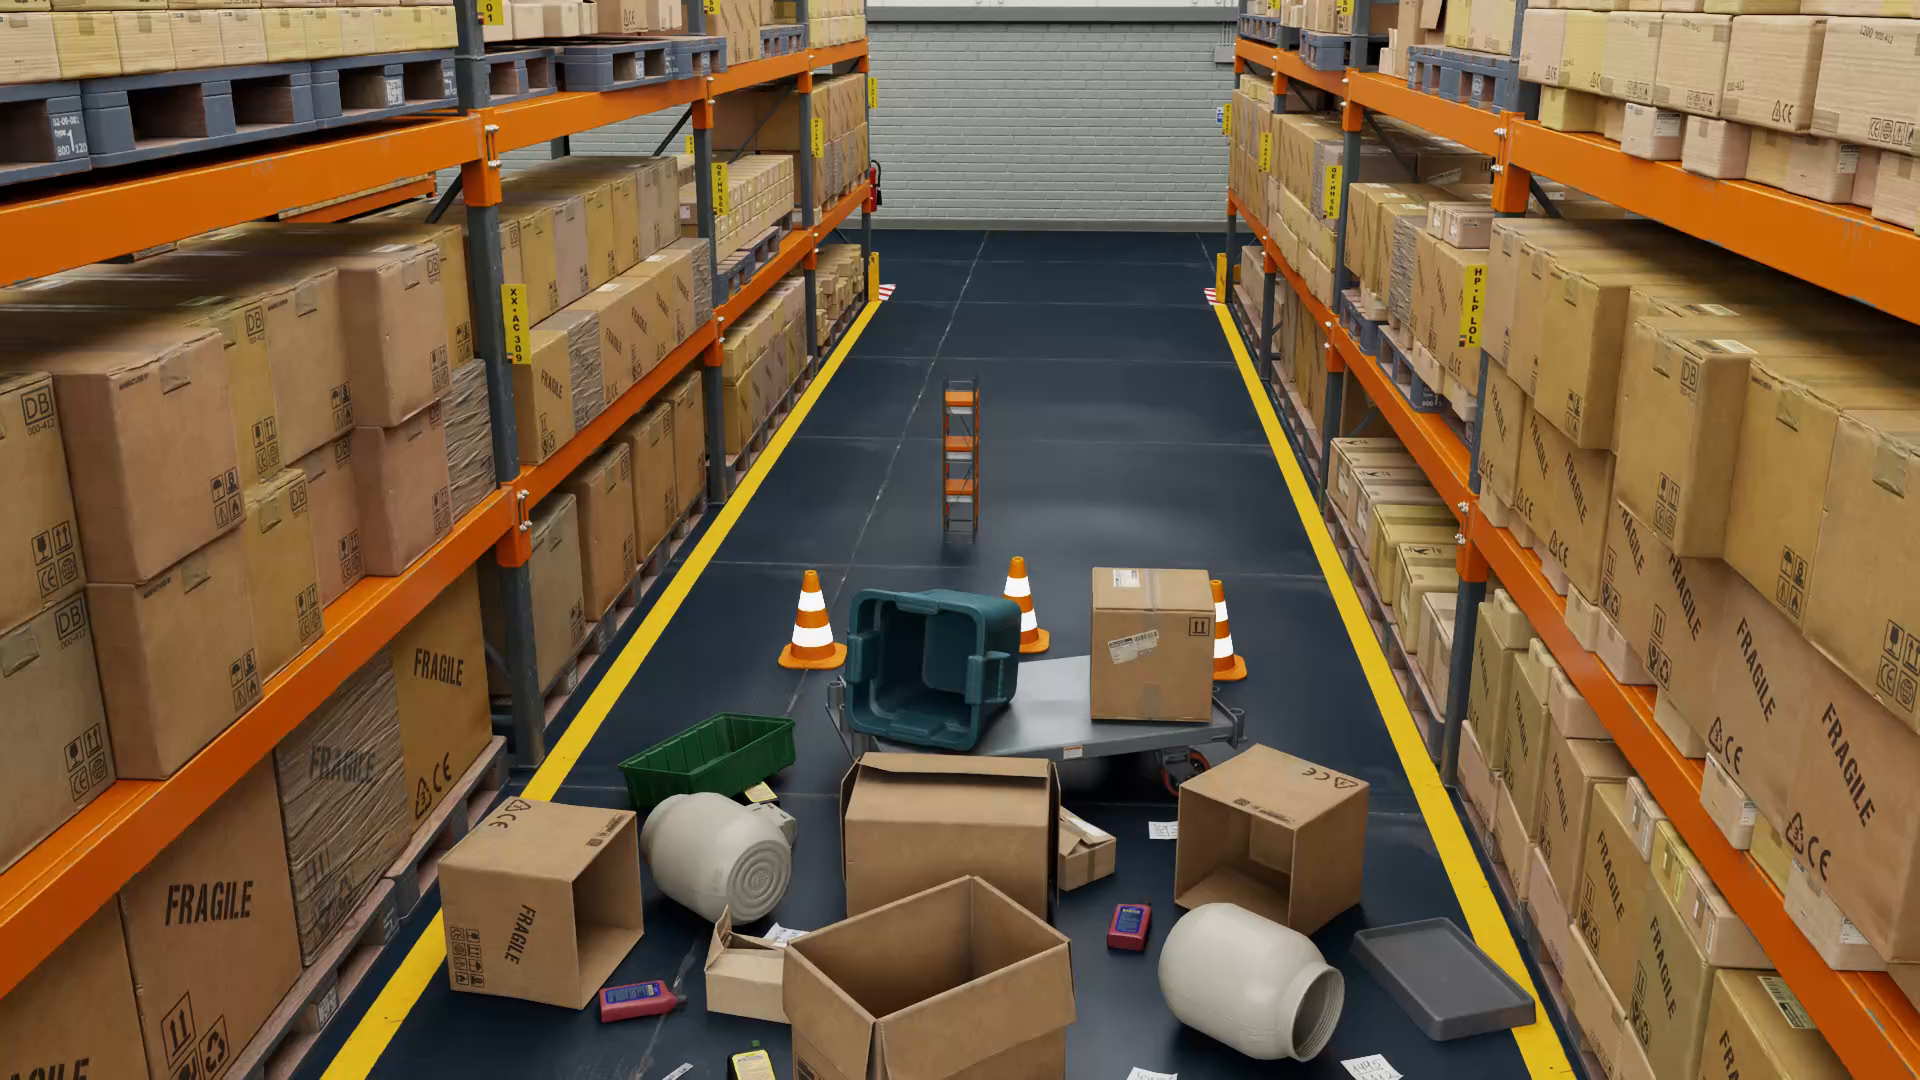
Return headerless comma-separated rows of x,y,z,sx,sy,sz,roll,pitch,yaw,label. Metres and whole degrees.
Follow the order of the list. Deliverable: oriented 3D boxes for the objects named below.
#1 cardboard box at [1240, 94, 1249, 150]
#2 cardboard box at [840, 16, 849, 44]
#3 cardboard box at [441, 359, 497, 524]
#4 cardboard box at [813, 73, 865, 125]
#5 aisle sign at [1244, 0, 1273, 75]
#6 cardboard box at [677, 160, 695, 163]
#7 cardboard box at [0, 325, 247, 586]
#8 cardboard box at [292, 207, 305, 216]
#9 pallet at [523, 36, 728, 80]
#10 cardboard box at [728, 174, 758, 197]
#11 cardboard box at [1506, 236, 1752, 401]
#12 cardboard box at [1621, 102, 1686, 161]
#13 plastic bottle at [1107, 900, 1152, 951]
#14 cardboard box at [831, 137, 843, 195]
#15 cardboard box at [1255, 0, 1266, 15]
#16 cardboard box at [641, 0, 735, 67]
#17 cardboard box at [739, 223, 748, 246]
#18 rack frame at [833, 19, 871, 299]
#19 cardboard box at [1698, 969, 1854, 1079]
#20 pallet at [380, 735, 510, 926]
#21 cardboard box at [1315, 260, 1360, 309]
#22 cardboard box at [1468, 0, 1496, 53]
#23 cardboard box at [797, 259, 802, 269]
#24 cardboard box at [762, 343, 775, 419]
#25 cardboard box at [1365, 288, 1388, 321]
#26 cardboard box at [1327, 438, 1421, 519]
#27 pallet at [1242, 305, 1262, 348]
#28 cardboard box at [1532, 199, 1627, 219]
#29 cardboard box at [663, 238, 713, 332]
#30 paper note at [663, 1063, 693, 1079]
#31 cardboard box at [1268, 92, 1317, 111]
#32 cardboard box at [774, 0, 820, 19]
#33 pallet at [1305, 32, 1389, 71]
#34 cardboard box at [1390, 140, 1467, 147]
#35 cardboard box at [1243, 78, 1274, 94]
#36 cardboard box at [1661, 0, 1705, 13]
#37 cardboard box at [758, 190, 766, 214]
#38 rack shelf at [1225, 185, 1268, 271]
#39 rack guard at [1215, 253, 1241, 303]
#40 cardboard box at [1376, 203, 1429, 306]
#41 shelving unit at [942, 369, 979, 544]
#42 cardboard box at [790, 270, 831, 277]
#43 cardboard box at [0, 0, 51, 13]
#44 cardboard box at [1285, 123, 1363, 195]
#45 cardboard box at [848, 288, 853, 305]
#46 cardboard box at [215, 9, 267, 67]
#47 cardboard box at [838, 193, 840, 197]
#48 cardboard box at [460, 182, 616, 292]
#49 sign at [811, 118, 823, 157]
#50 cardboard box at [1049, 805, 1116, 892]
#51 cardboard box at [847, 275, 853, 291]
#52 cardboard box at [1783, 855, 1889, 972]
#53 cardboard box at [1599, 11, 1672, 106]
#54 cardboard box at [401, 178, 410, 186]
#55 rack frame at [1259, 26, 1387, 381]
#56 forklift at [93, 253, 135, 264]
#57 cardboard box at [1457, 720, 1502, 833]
3.069,-4.146,16.494,0.500,0.500,0.500,1,18,3,cardboard box
-1.363,-4.895,15.969,0.500,0.250,0.500,2,18,6,cardboard box
-2.372,-0.396,6.573,0.875,0.550,0.550,1,18,4,cardboard box
-1.282,-4.683,17.652,0.500,0.500,0.500,1,18,3,cardboard box
3.163,-5.351,17.762,0.394,0.787,0.004,1,18,4,aisle sign
-2.306,-3.008,13.561,0.380,0.149,0.250,1,18,4,cardboard box
-2.456,-0.240,4.362,0.875,0.550,0.550,1,18,4,cardboard box
-6.353,-3.113,15.509,0.380,0.149,0.250,1,18,2,cardboard box
-2.064,-2.816,9.686,1.213,0.211,1.003,2,18,6,pallet
-1.730,-2.669,12.526,0.380,0.149,0.250,1,18,3,cardboard box
2.280,-0.734,5.603,0.700,0.500,0.500,1,18,4,cardboard box
2.140,-1.176,4.782,0.380,0.149,0.250,1,18,3,cardboard box
0.624,1.395,6.067,0.133,0.061,0.283,4,19,13,plastic bottle
-1.397,-3.570,15.864,0.500,0.500,0.500,1,18,3,cardboard box
3.140,-5.307,16.554,0.380,0.149,0.250,2,18,6,cardboard box
-1.765,-3.326,10.778,0.500,0.500,0.500,1,18,4,cardboard box
-1.765,-2.230,12.140,0.380,0.149,0.250,2,18,6,cardboard box
-1.498,-4.166,18.321,1.000,3.000,0.127,1,18,4,rack frame
2.097,1.378,3.937,0.500,0.500,0.500,1,18,4,cardboard box
-2.490,1.120,6.665,1.003,0.211,1.213,1,18,4,pallet
2.651,-1.694,11.017,0.500,0.250,0.500,1,18,2,cardboard box
2.525,-2.256,7.239,0.500,0.250,0.500,2,18,5,cardboard box
-1.855,-2.896,17.393,0.380,0.149,0.250,0,18,1,cardboard box
-1.701,-1.223,12.678,0.500,0.500,0.500,1,18,3,cardboard box
2.505,-1.330,9.393,0.380,0.149,0.250,1,18,4,cardboard box
2.823,-0.378,10.305,0.950,0.372,0.625,0,18,0,cardboard box
3.378,-2.134,16.597,1.003,0.211,1.213,1,18,4,pallet
2.948,-1.535,7.935,0.380,0.149,0.250,2,18,7,cardboard box
-1.836,-1.583,10.277,0.500,0.500,0.500,1,18,4,cardboard box
-0.897,1.688,5.255,0.032,0.001,0.123,12,22,32,paper note
2.865,-3.778,14.329,0.380,0.149,0.250,1,18,3,cardboard box
-1.511,-4.660,14.447,0.500,0.250,0.500,2,18,6,cardboard box
2.867,-3.139,10.673,1.213,0.211,1.003,2,18,6,pallet
3.179,-2.427,11.247,0.500,0.500,0.500,1,18,4,cardboard box
3.064,-4.571,16.747,0.380,0.149,0.250,1,18,2,cardboard box
2.200,-1.549,4.638,0.380,0.149,0.250,1,18,3,cardboard box
-1.707,-2.608,12.816,0.380,0.149,0.250,1,18,4,cardboard box
3.304,-3.124,16.295,1.077,0.370,4.000,1,18,4,rack shelf
3.449,-2.907,18.491,1.175,0.500,0.348,1,18,4,rack guard
2.549,-1.529,8.960,0.500,0.500,0.500,2,18,5,cardboard box
0.004,-0.516,10.310,0.215,1.050,0.252,1,18,4,shelving unit
-1.472,-2.563,16.376,0.380,0.149,0.250,1,18,2,cardboard box
-2.319,-1.241,3.505,0.500,0.250,0.500,1,18,3,cardboard box
2.795,-2.923,12.760,0.500,0.500,0.500,1,18,3,cardboard box
-1.310,-2.523,17.210,0.380,0.149,0.250,0,18,1,cardboard box
-2.174,-1.398,4.624,0.380,0.149,0.250,1,18,4,cardboard box
-1.419,-3.541,16.816,0.380,0.149,0.250,1,18,2,cardboard box
-2.219,-1.590,8.691,0.700,0.500,0.500,1,18,3,cardboard box
-1.231,-3.463,14.314,0.100,0.325,0.005,1,18,4,sign
0.388,1.144,6.505,0.258,0.266,0.396,-13,22,-34,cardboard box
-1.311,-2.660,17.149,0.380,0.149,0.250,2,18,5,cardboard box
2.021,0.799,3.569,0.380,0.149,0.250,1,18,3,cardboard box
2.206,-1.409,4.853,0.500,0.250,0.500,1,18,4,cardboard box
-6.171,-3.912,17.948,0.380,0.149,0.250,1,18,4,cardboard box
3.160,-2.845,14.288,1.000,3.000,0.127,1,18,4,rack frame
-5.257,-1.074,8.994,3.031,2.935,1.130,-13,22,-35,forklift
2.275,0.924,6.527,0.500,0.250,0.500,0,18,1,cardboard box
